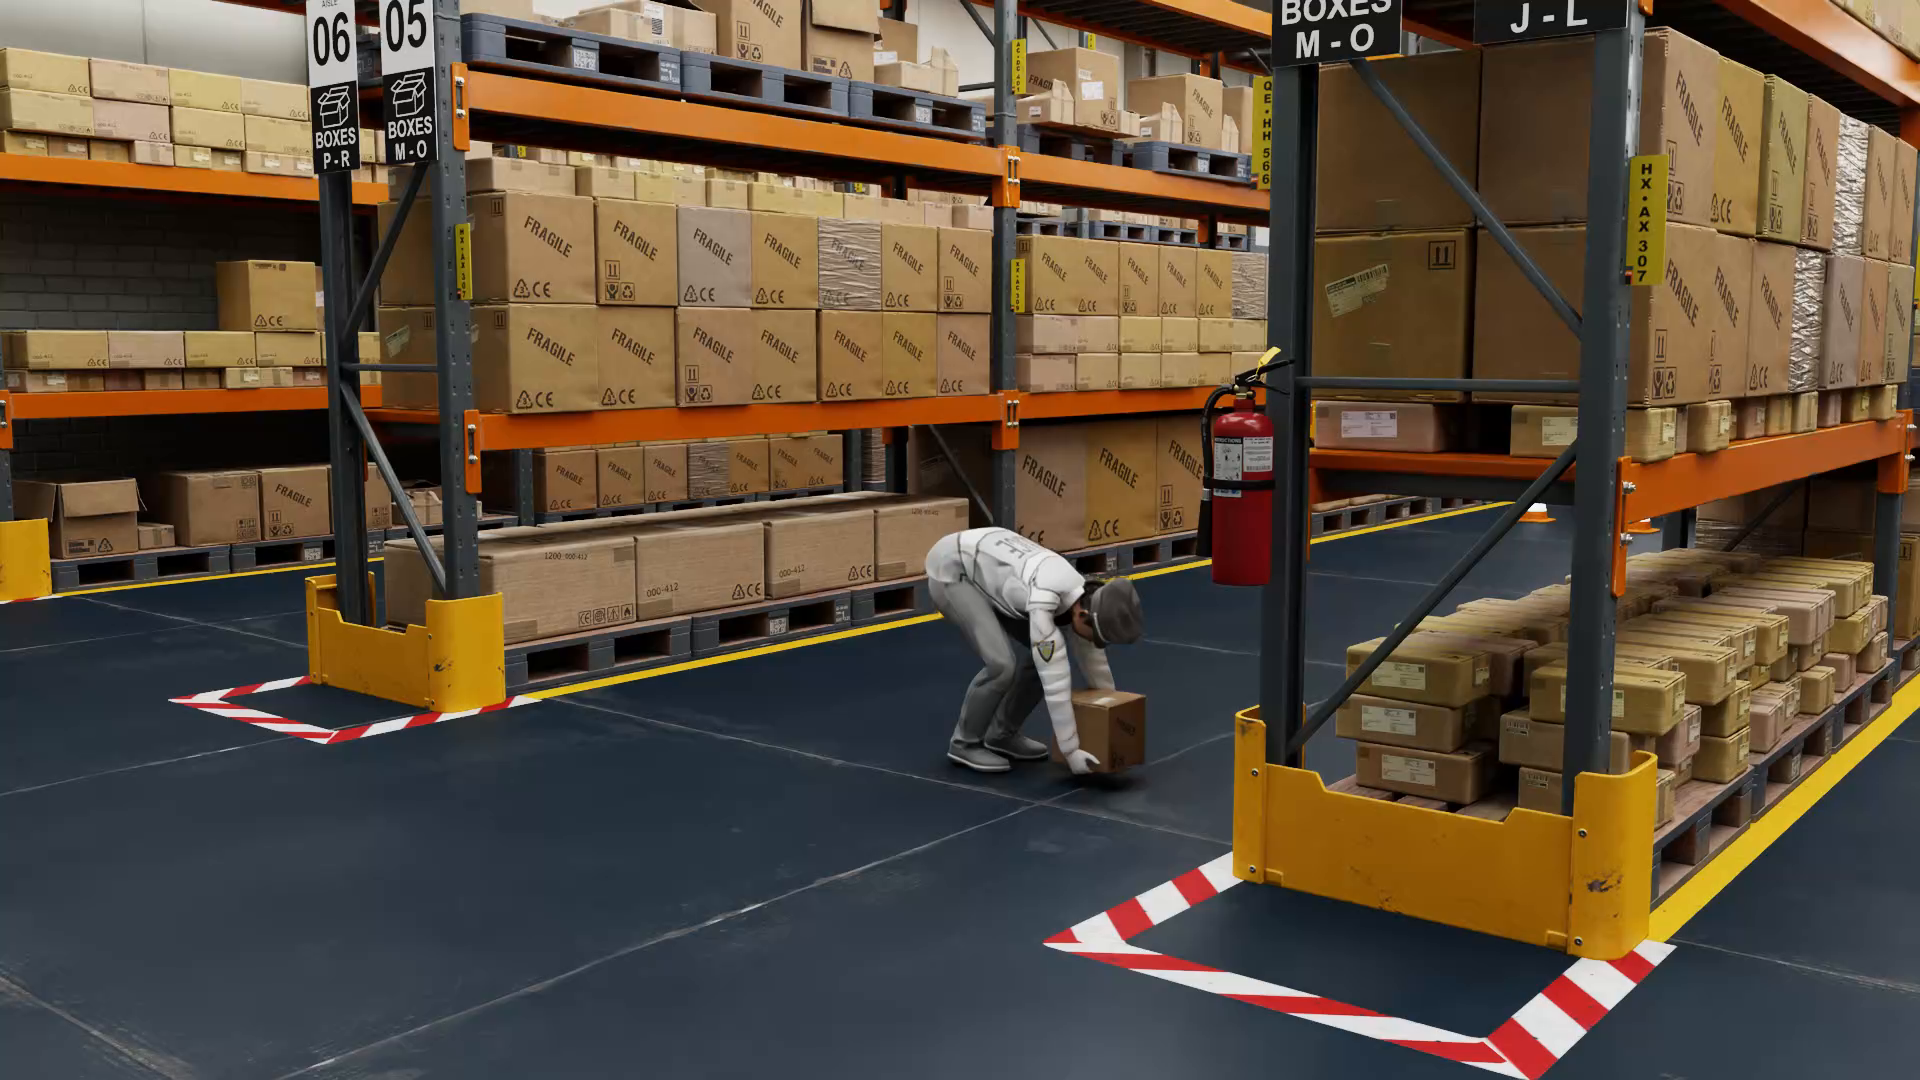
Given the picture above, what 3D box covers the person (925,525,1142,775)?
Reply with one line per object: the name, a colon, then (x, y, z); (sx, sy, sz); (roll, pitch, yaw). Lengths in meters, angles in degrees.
person: (0.276, 0.422, 6.345); (0.882, 0.919, 0.456); (5, 8, 36)
